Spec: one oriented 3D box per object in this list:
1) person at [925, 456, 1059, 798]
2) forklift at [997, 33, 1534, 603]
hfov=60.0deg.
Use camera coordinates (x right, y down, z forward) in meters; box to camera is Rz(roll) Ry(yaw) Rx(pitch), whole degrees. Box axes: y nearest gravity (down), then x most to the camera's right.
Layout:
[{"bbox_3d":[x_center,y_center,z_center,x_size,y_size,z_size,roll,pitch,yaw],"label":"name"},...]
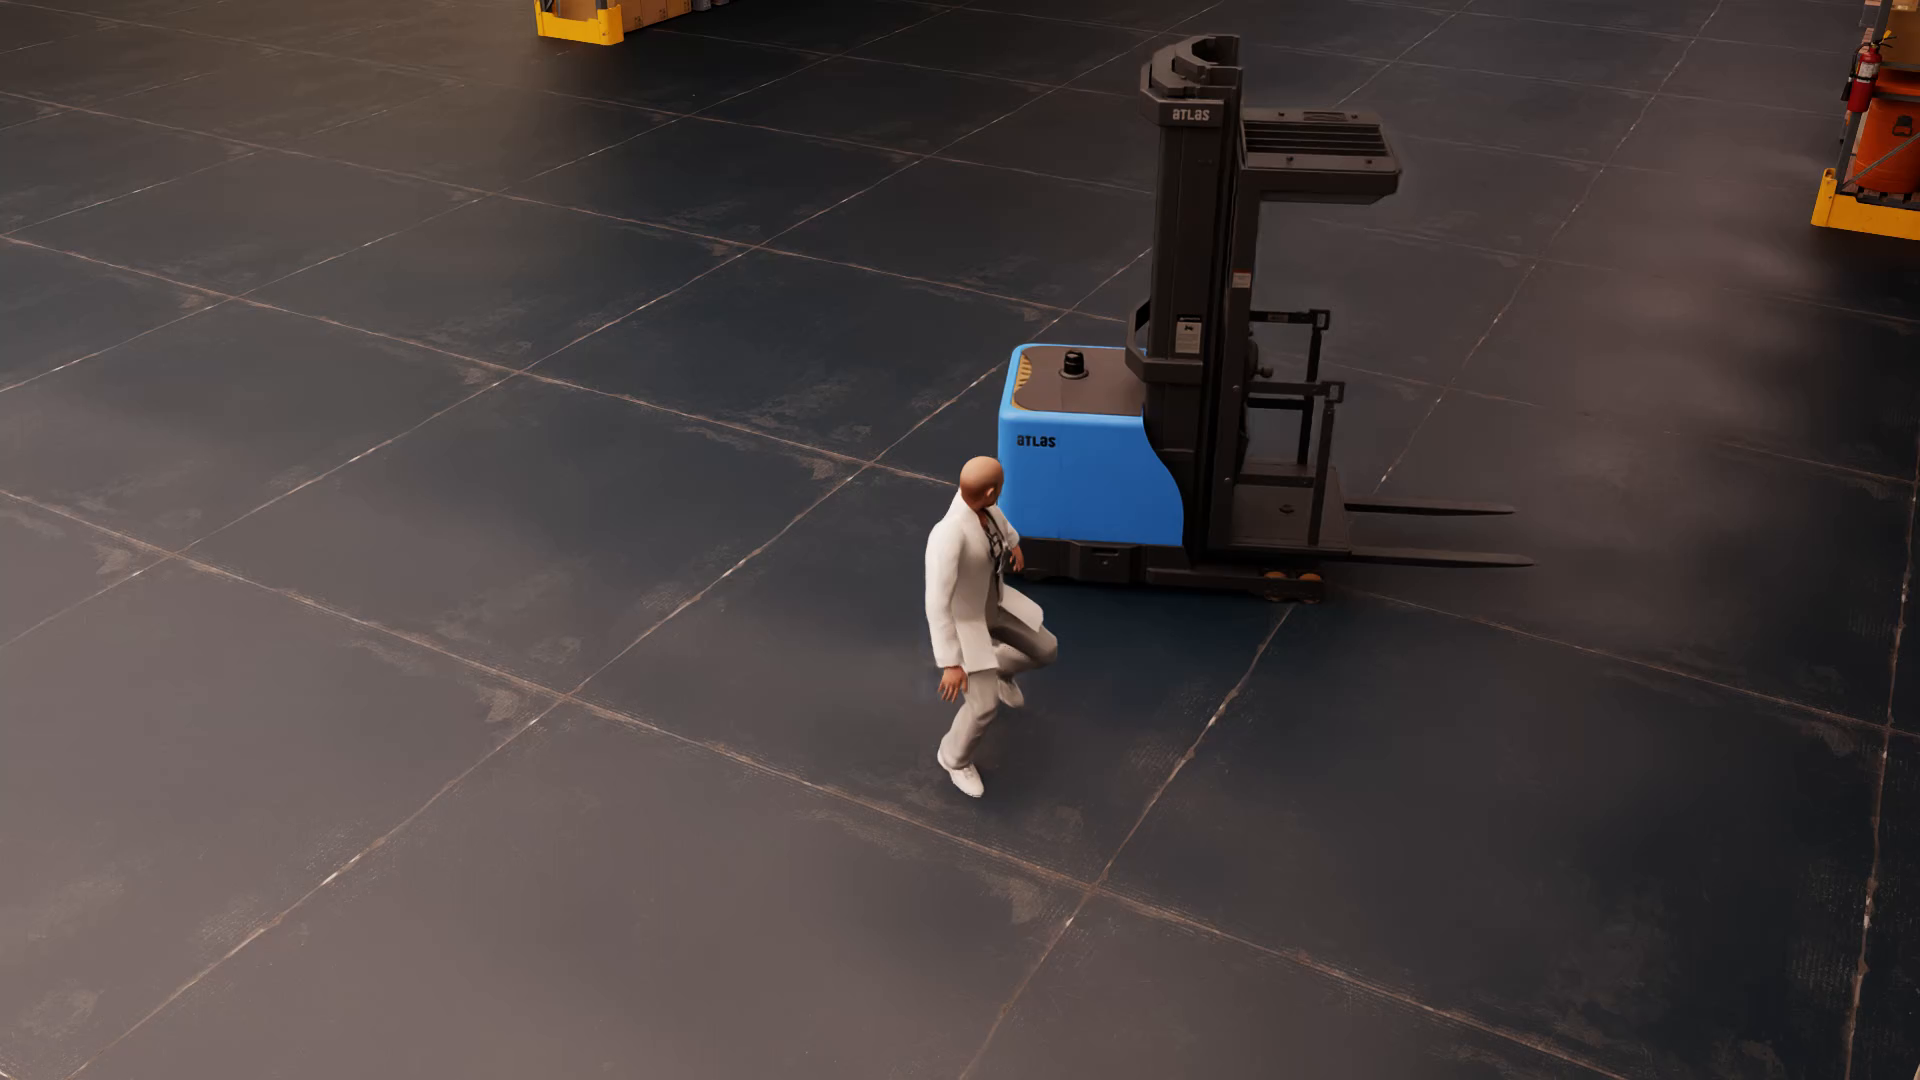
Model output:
[{"bbox_3d":[0.093,0.347,7.799,0.543,1.662,1.026,19,35,29],"label":"person"},{"bbox_3d":[1.753,-1.194,9.139,3.031,2.935,1.130,3,30,6],"label":"forklift"}]
